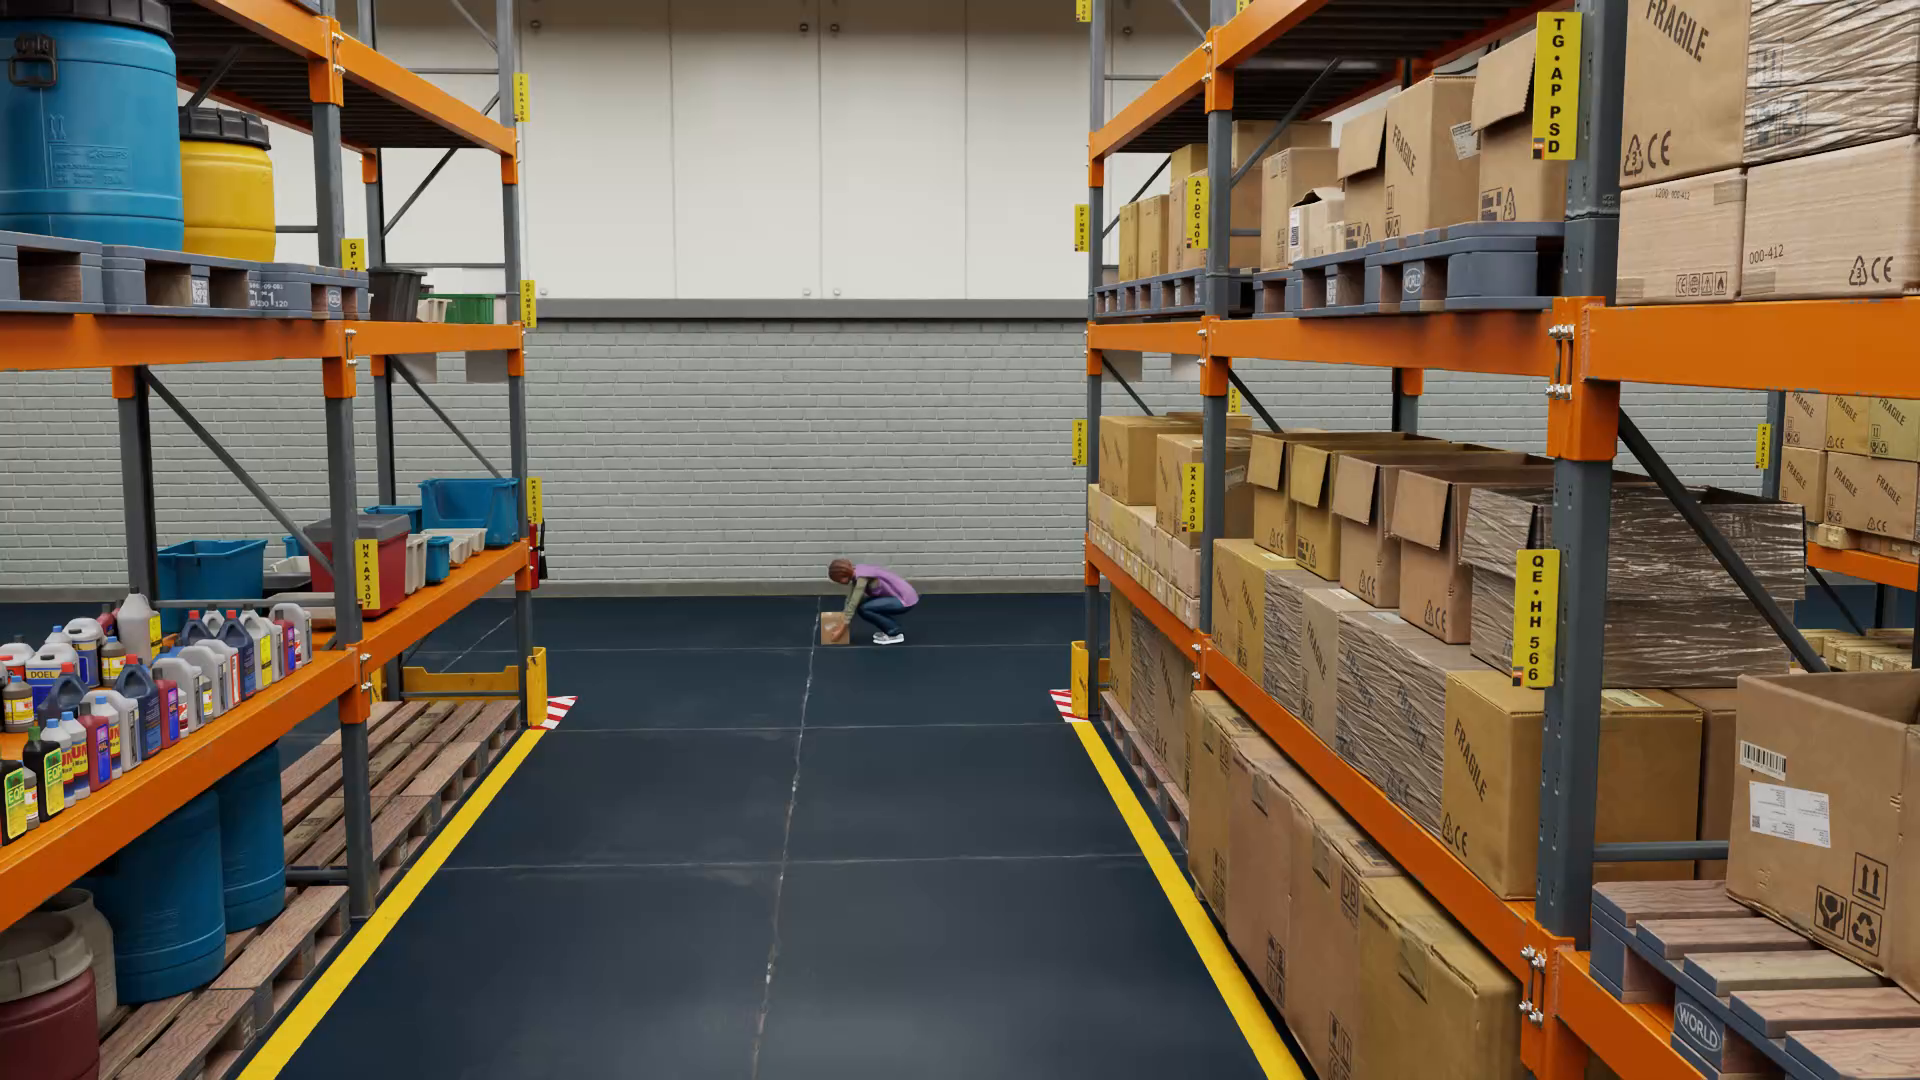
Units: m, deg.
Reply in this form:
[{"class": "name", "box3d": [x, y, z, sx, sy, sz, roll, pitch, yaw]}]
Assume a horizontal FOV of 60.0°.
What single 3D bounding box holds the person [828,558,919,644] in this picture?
[{"class": "person", "box3d": [-0.770, 0.558, 14.876, 0.808, 0.725, 0.438, 0, 7, -4]}]
